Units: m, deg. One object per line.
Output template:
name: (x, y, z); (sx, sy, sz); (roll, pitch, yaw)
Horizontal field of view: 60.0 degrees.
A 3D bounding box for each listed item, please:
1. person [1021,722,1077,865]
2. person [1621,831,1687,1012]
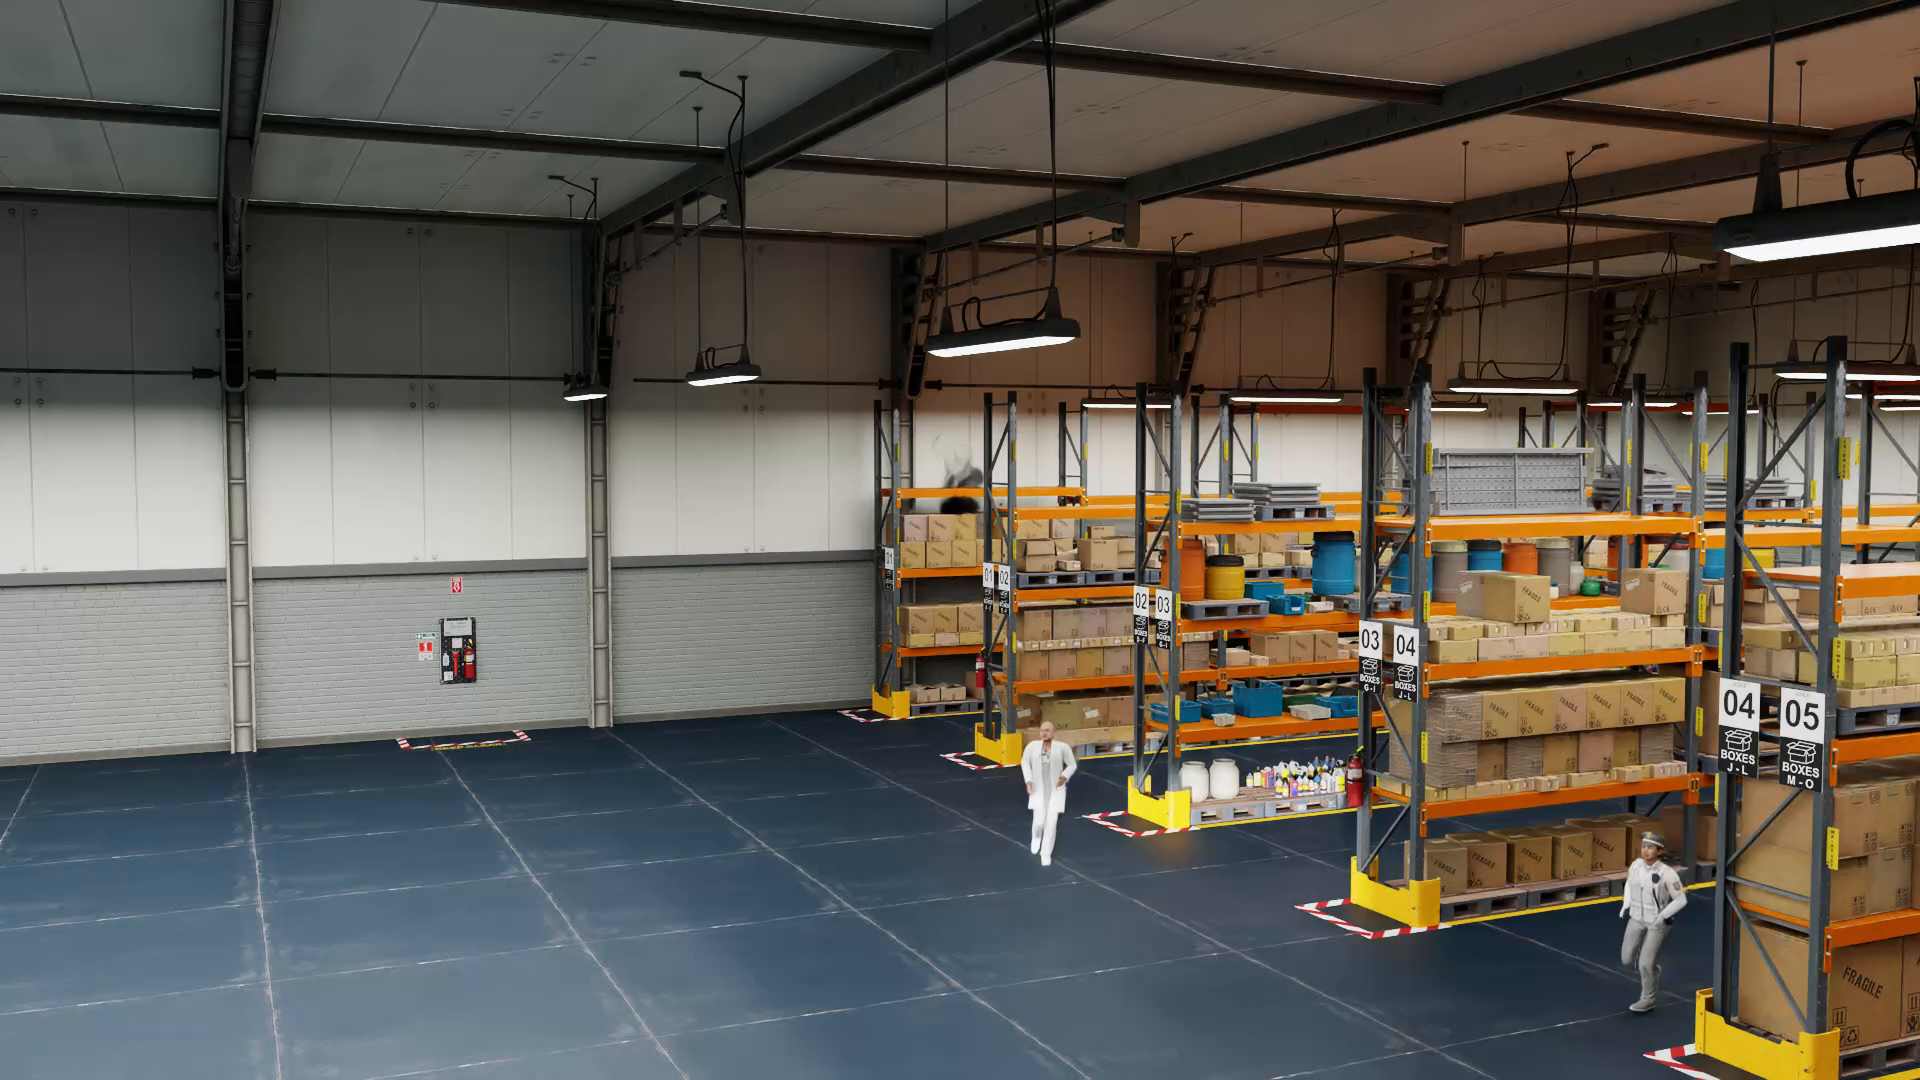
person: (1.085, 3.106, 20.470); (0.699, 1.748, 0.670); (0, 3, 8)
person: (6.308, 3.454, 15.142); (0.512, 1.652, 0.602); (-2, 4, -36)
